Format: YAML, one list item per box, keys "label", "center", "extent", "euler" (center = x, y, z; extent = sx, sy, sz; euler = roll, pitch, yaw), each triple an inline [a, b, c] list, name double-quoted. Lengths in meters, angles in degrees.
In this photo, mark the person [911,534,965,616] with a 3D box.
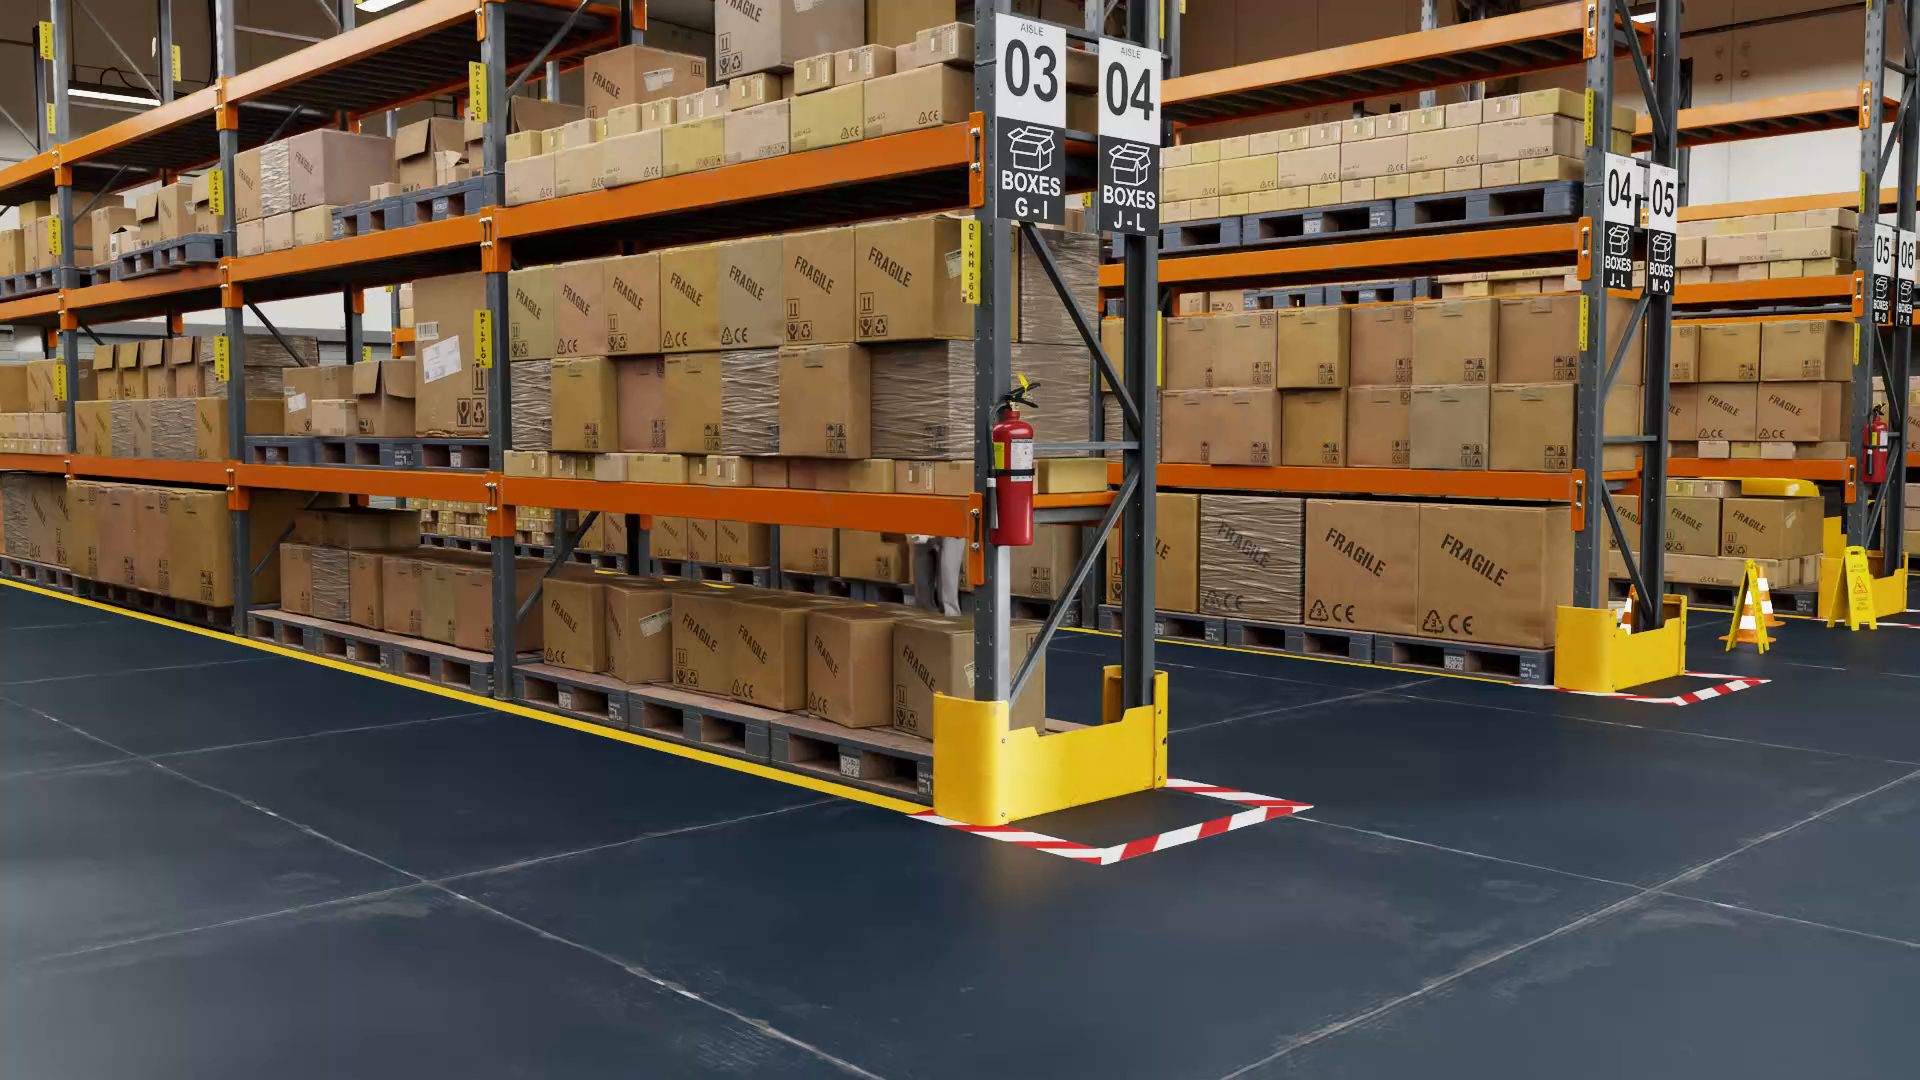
- label: "person"
  center: [-0.206, 0.012, 10.718]
  extent: [0.530, 1.691, 0.447]
  euler: [-4, 6, -44]
